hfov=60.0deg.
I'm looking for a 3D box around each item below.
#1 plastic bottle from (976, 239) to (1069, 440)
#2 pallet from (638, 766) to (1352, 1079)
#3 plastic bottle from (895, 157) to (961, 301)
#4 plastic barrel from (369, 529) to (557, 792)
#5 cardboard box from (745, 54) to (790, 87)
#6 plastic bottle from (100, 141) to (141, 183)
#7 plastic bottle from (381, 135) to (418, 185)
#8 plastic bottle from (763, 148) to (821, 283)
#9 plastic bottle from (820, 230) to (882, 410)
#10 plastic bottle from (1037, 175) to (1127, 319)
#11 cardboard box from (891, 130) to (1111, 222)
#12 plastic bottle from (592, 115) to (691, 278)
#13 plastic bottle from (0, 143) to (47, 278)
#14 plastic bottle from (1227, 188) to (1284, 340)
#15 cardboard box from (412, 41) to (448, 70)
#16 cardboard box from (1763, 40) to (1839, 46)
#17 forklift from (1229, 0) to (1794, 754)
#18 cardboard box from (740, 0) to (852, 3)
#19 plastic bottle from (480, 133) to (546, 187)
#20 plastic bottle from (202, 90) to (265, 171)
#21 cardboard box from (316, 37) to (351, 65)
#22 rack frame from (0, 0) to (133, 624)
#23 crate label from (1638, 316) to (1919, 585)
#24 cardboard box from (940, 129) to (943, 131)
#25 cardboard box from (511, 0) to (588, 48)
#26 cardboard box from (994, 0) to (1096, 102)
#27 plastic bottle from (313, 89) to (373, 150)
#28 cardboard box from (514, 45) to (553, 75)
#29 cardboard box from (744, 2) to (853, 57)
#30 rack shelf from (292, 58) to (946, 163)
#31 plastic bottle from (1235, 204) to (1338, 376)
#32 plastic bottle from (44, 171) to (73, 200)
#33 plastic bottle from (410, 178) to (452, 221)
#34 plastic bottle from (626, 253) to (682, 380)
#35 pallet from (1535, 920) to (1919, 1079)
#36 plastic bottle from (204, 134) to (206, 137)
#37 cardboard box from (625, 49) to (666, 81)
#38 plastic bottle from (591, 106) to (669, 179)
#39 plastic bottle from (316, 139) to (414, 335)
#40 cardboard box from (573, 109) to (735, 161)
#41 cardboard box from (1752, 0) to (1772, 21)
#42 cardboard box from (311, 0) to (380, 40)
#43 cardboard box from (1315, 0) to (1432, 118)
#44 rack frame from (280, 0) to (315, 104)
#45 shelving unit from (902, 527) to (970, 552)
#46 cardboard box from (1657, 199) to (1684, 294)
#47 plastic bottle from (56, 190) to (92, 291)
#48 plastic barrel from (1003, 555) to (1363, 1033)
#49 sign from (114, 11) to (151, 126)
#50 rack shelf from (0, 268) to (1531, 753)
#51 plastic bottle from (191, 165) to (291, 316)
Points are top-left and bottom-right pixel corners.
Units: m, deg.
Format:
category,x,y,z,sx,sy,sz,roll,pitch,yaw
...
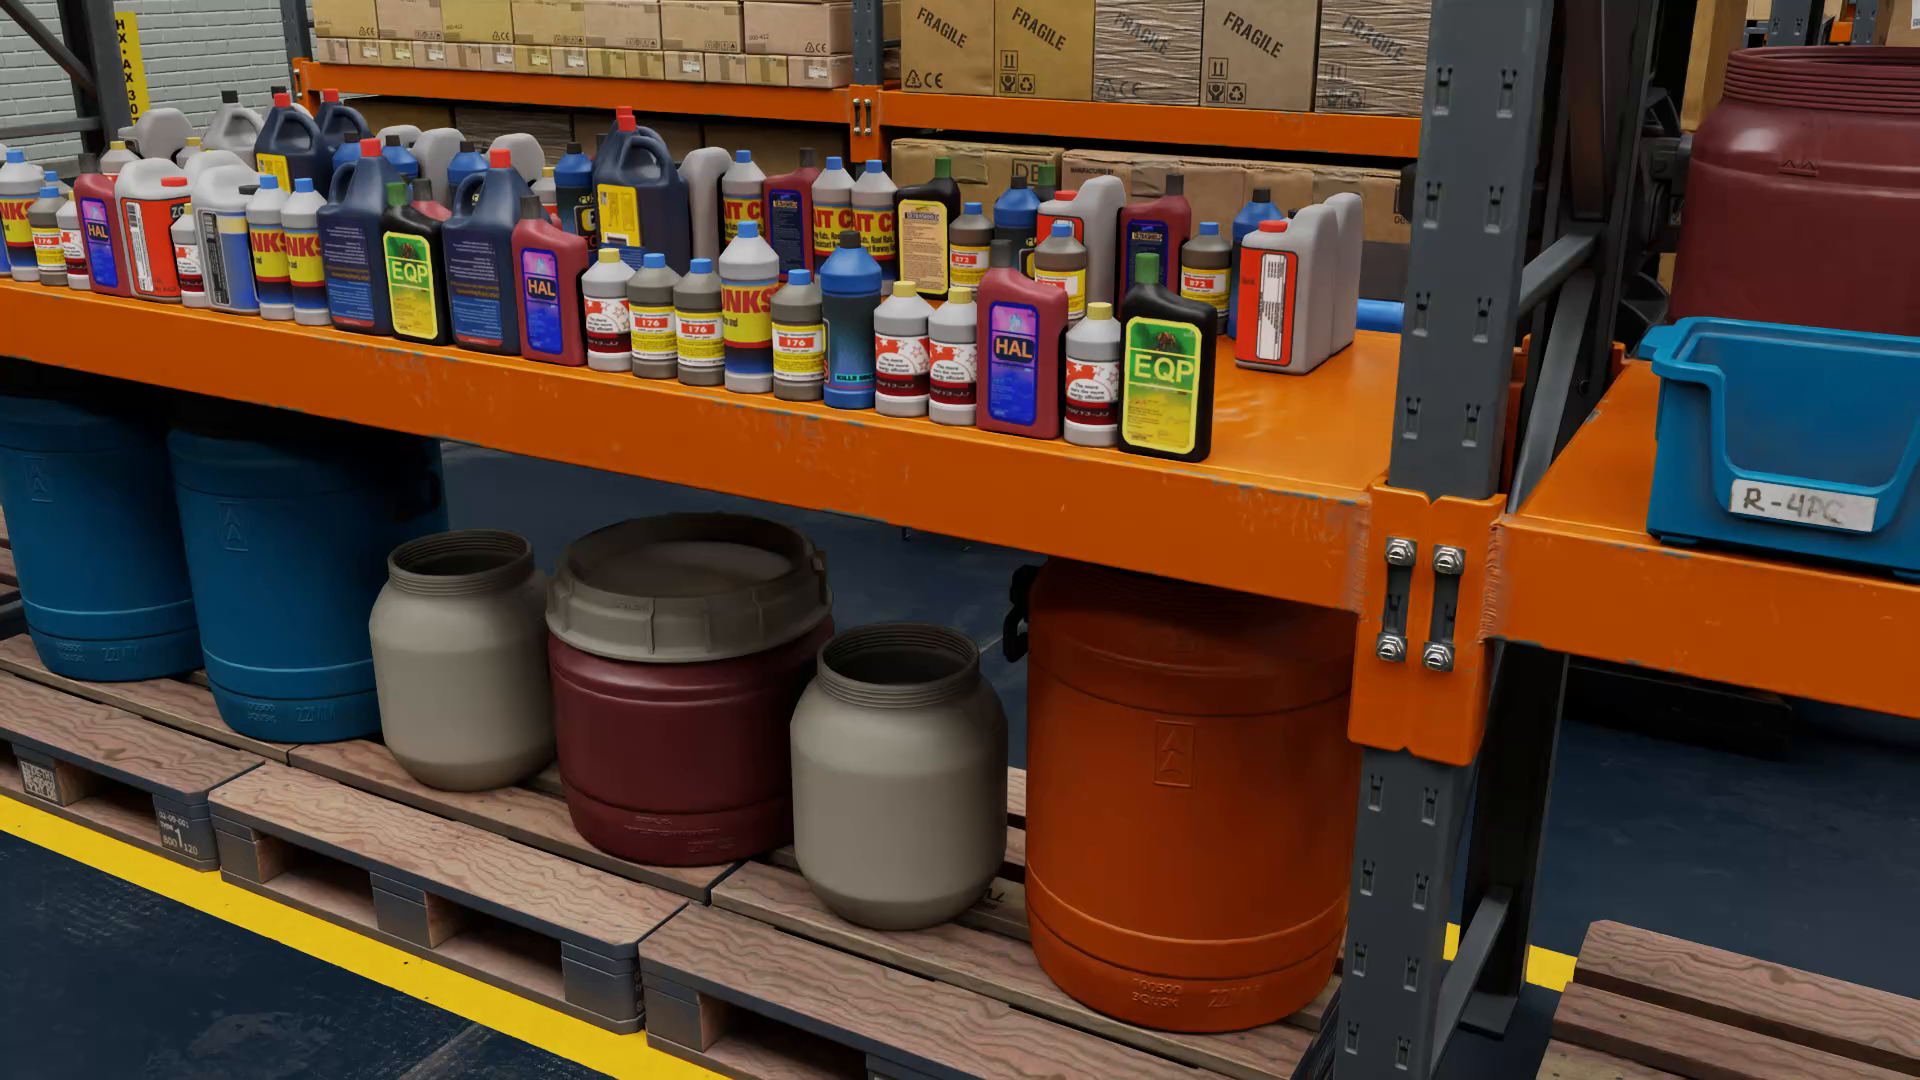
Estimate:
category,x,y,z,sx,sy,sz,roll,pitch,yaw
plastic bottle,0.092,-0.297,2.456,0.133,0.283,0.061,11,23,27
pallet,0.146,0.819,3.298,1.213,0.211,1.003,11,23,27
plastic bottle,-0.066,-0.638,3.395,0.133,0.283,0.061,11,23,27
plastic barrel,-1.103,0.268,3.761,0.421,0.512,0.421,0,20,0
cardboard box,-0.873,-2.391,8.426,0.250,0.149,0.380,11,23,28
plastic bottle,-2.180,-0.935,4.336,0.097,0.201,0.097,0,20,0
plastic bottle,-1.304,-0.801,3.864,0.097,0.271,0.097,0,20,0
plastic bottle,-0.352,-0.692,3.546,0.133,0.283,0.061,11,23,27
plastic bottle,-0.170,-0.348,2.615,0.097,0.271,0.097,0,20,0
plastic bottle,0.230,-0.560,3.192,0.135,0.276,0.152,11,23,27
cardboard box,0.346,-1.611,8.407,0.875,0.875,1.225,11,23,27
plastic bottle,-0.671,-0.709,3.493,0.185,0.351,0.144,11,23,27
plastic bottle,-2.100,-0.729,3.657,0.135,0.276,0.152,11,23,27
plastic bottle,0.546,-0.508,3.056,0.097,0.271,0.097,0,20,0
cardboard box,-2.889,-2.775,9.485,0.250,0.149,0.380,10,22,26
cardboard box,7.540,-4.136,15.369,0.875,0.875,0.875,11,22,27
forklift,2.060,-1.027,4.399,3.031,2.935,1.130,10,22,26
cardboard box,-0.754,-2.932,8.232,0.500,0.500,0.500,12,23,29
plastic bottle,-1.057,-0.805,3.868,0.135,0.276,0.152,11,23,27
plastic bottle,-1.746,-0.917,4.066,0.185,0.351,0.144,11,23,27
cardboard box,-3.565,-2.903,9.837,0.250,0.149,0.380,11,23,28
rack frame,-2.638,-1.038,4.329,0.127,3.000,1.000,11,23,27
crate label,1.040,-0.113,2.023,0.416,0.233,0.303,11,23,27
cardboard box,0.036,-3.431,13.617,0.250,0.149,0.380,12,23,29
cardboard box,-2.075,-2.833,9.060,0.500,0.250,0.500,10,22,26
cardboard box,0.497,-2.326,7.731,0.500,0.500,0.500,11,23,27
plastic bottle,-1.514,-0.929,4.100,0.185,0.351,0.144,11,23,27
cardboard box,-2.222,-2.647,9.133,0.250,0.149,0.380,10,22,26
cardboard box,-0.736,-2.578,8.356,0.500,0.250,0.500,10,22,26
rack shelf,-1.968,-2.507,9.433,4.000,0.370,1.077,11,23,27
plastic bottle,0.560,-0.438,2.855,0.135,0.276,0.152,11,23,27
plastic bottle,-2.055,-0.734,3.781,0.097,0.201,0.097,0,20,0
plastic bottle,-0.953,-0.520,3.070,0.133,0.283,0.061,11,23,27
plastic bottle,-0.510,-0.380,2.806,0.097,0.201,0.097,0,20,0
pallet,1.512,1.078,2.584,1.213,0.211,1.003,11,23,27
plastic bottle,-1.912,-0.989,4.365,0.133,0.283,0.061,11,23,27
cardboard box,-1.547,-2.519,8.779,0.250,0.149,0.380,11,23,28
plastic bottle,-0.714,-0.777,3.679,0.185,0.351,0.144,11,23,27
plastic bottle,-1.101,-0.572,3.116,0.185,0.351,0.144,11,23,27
cardboard box,-1.545,-1.995,9.465,0.875,0.875,0.875,11,23,27
cardboard box,5.122,-3.332,10.404,0.250,0.149,0.380,11,23,28
cardboard box,-3.427,-3.087,9.761,0.500,0.250,0.500,10,22,26
cardboard box,1.831,-2.073,7.035,0.500,0.500,0.500,10,22,26
rack frame,-3.714,-3.178,10.228,0.127,3.000,1.000,11,23,27
shelving unit,-0.047,-0.502,5.711,0.252,1.050,0.215,11,23,27
cardboard box,2.678,-1.167,7.184,0.875,0.875,1.225,10,22,25
plastic bottle,-1.842,-0.634,3.505,0.097,0.201,0.097,0,20,0
plastic barrel,0.419,0.373,3.004,0.708,0.830,0.600,11,23,27
sign,-2.368,-1.332,4.732,0.005,0.325,0.100,11,23,27
rack shelf,-0.892,-0.368,3.535,4.000,0.370,1.077,11,23,27
plastic bottle,-1.408,-0.597,3.294,0.135,0.276,0.152,11,23,27
